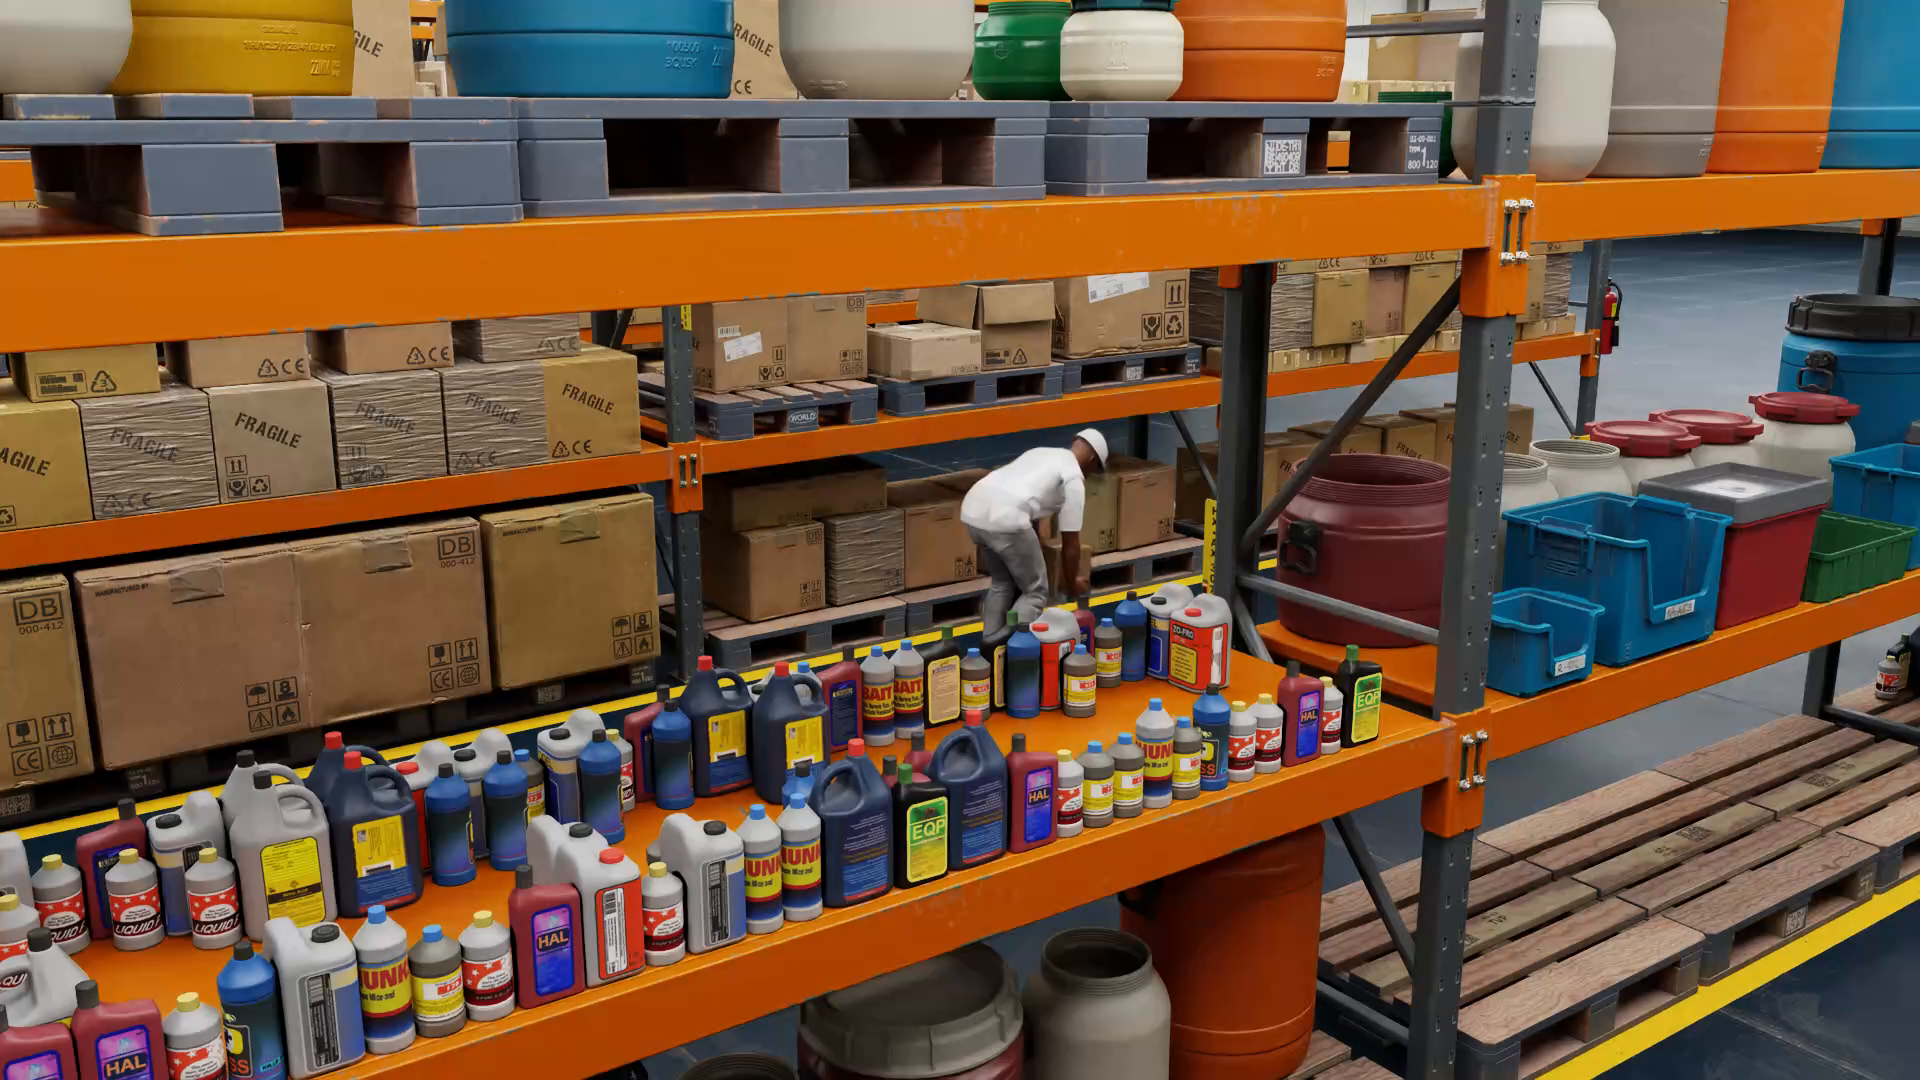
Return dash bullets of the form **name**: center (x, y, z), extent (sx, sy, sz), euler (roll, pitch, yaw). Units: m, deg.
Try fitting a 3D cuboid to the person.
- **person**: center (0.435, 0.065, 9.149), extent (0.940, 1.295, 0.474), euler (-11, 18, -36)
